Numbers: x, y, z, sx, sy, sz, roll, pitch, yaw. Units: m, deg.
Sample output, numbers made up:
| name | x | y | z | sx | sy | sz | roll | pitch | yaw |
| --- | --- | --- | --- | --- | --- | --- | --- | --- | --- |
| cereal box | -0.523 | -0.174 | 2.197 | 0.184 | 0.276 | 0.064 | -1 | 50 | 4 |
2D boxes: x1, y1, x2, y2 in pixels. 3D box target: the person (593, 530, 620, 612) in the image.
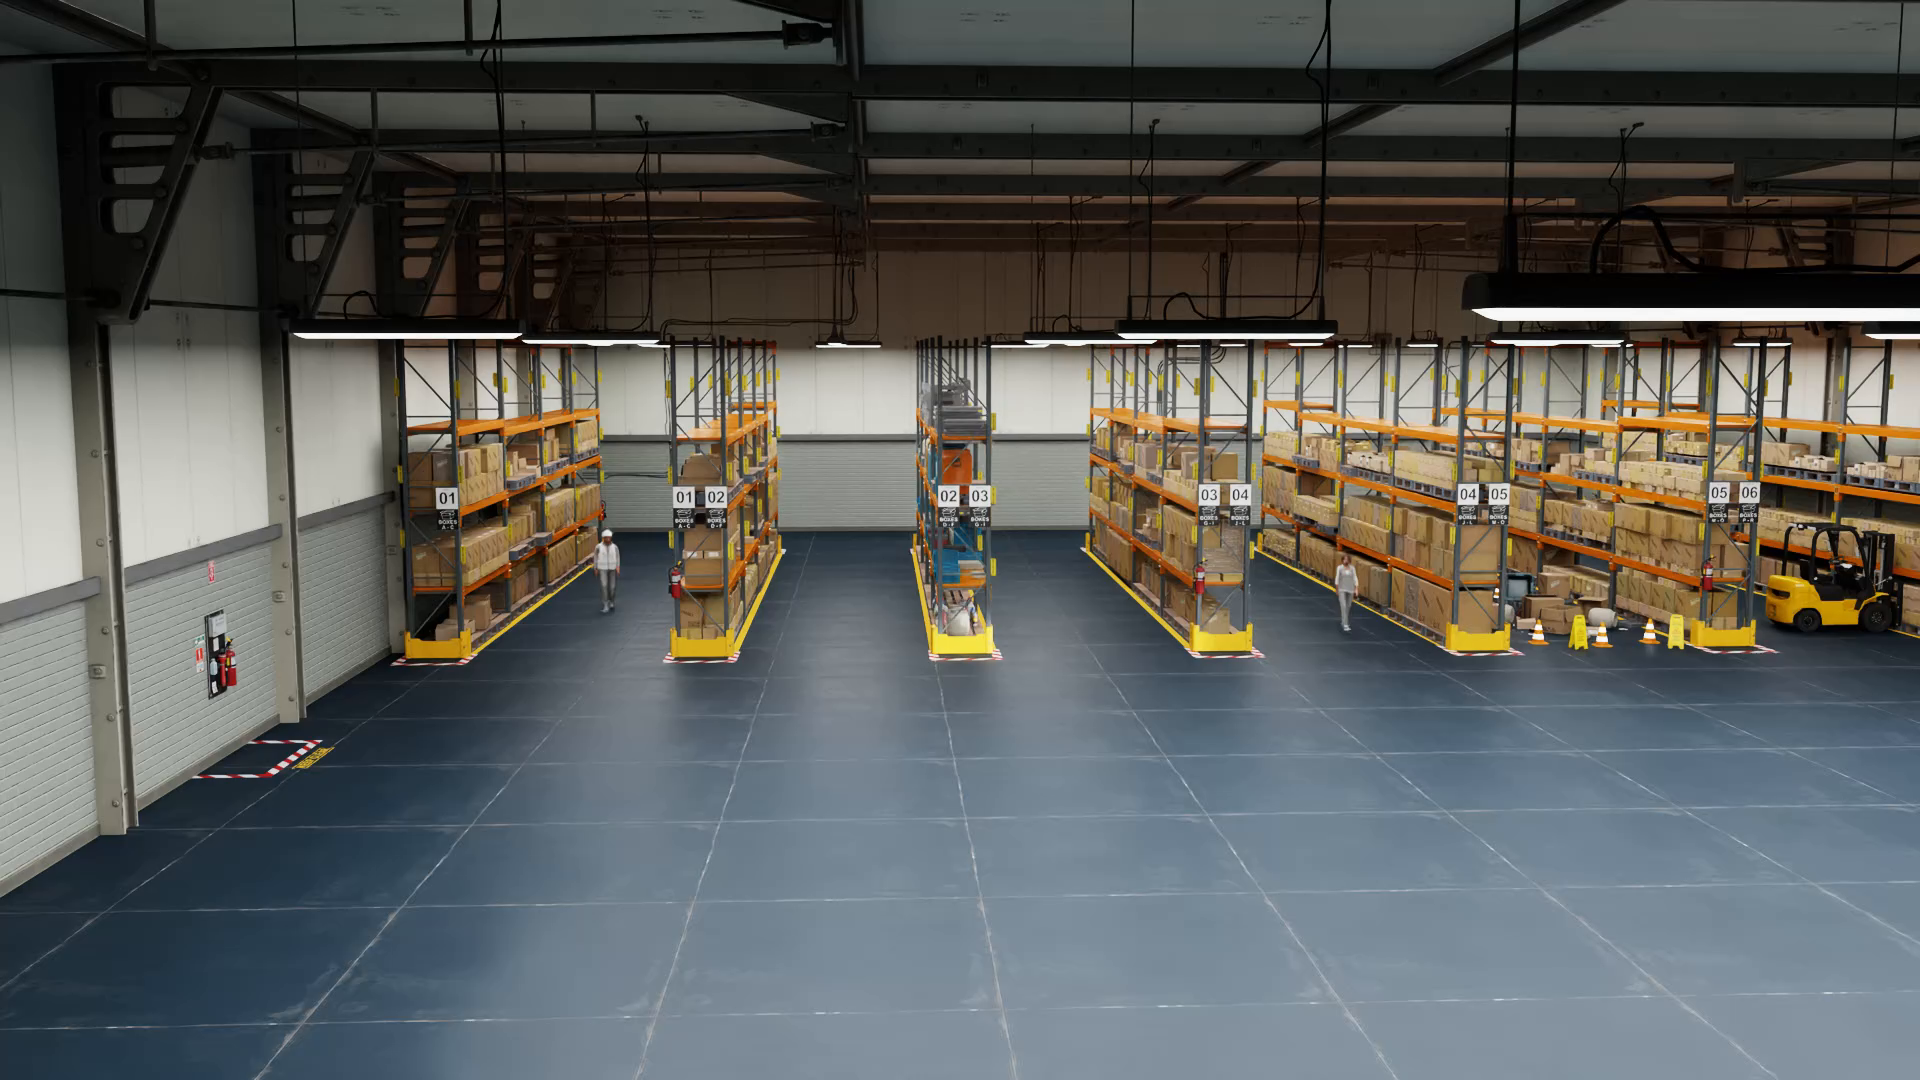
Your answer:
| name | x | y | z | sx | sy | sz | roll | pitch | yaw |
| --- | --- | --- | --- | --- | --- | --- | --- | --- | --- |
| person | -7.788 | 0.681 | 36.885 | 0.570 | 1.775 | 0.768 | -3 | 7 | -26 |

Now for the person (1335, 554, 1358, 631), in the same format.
| name | x | y | z | sx | sy | sz | roll | pitch | yaw |
| --- | --- | --- | --- | --- | --- | --- | --- | --- | --- |
| person | 7.947 | 1.060 | 34.116 | 0.432 | 1.552 | 0.903 | 0 | 6 | 1 |

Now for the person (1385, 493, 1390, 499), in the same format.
| name | x | y | z | sx | sy | sz | roll | pitch | yaw |
| --- | --- | --- | --- | --- | --- | --- | --- | --- | --- |
| person | 12.883 | -0.794 | 49.969 | 0.478 | 1.656 | 0.511 | -1 | 7 | -12 |
